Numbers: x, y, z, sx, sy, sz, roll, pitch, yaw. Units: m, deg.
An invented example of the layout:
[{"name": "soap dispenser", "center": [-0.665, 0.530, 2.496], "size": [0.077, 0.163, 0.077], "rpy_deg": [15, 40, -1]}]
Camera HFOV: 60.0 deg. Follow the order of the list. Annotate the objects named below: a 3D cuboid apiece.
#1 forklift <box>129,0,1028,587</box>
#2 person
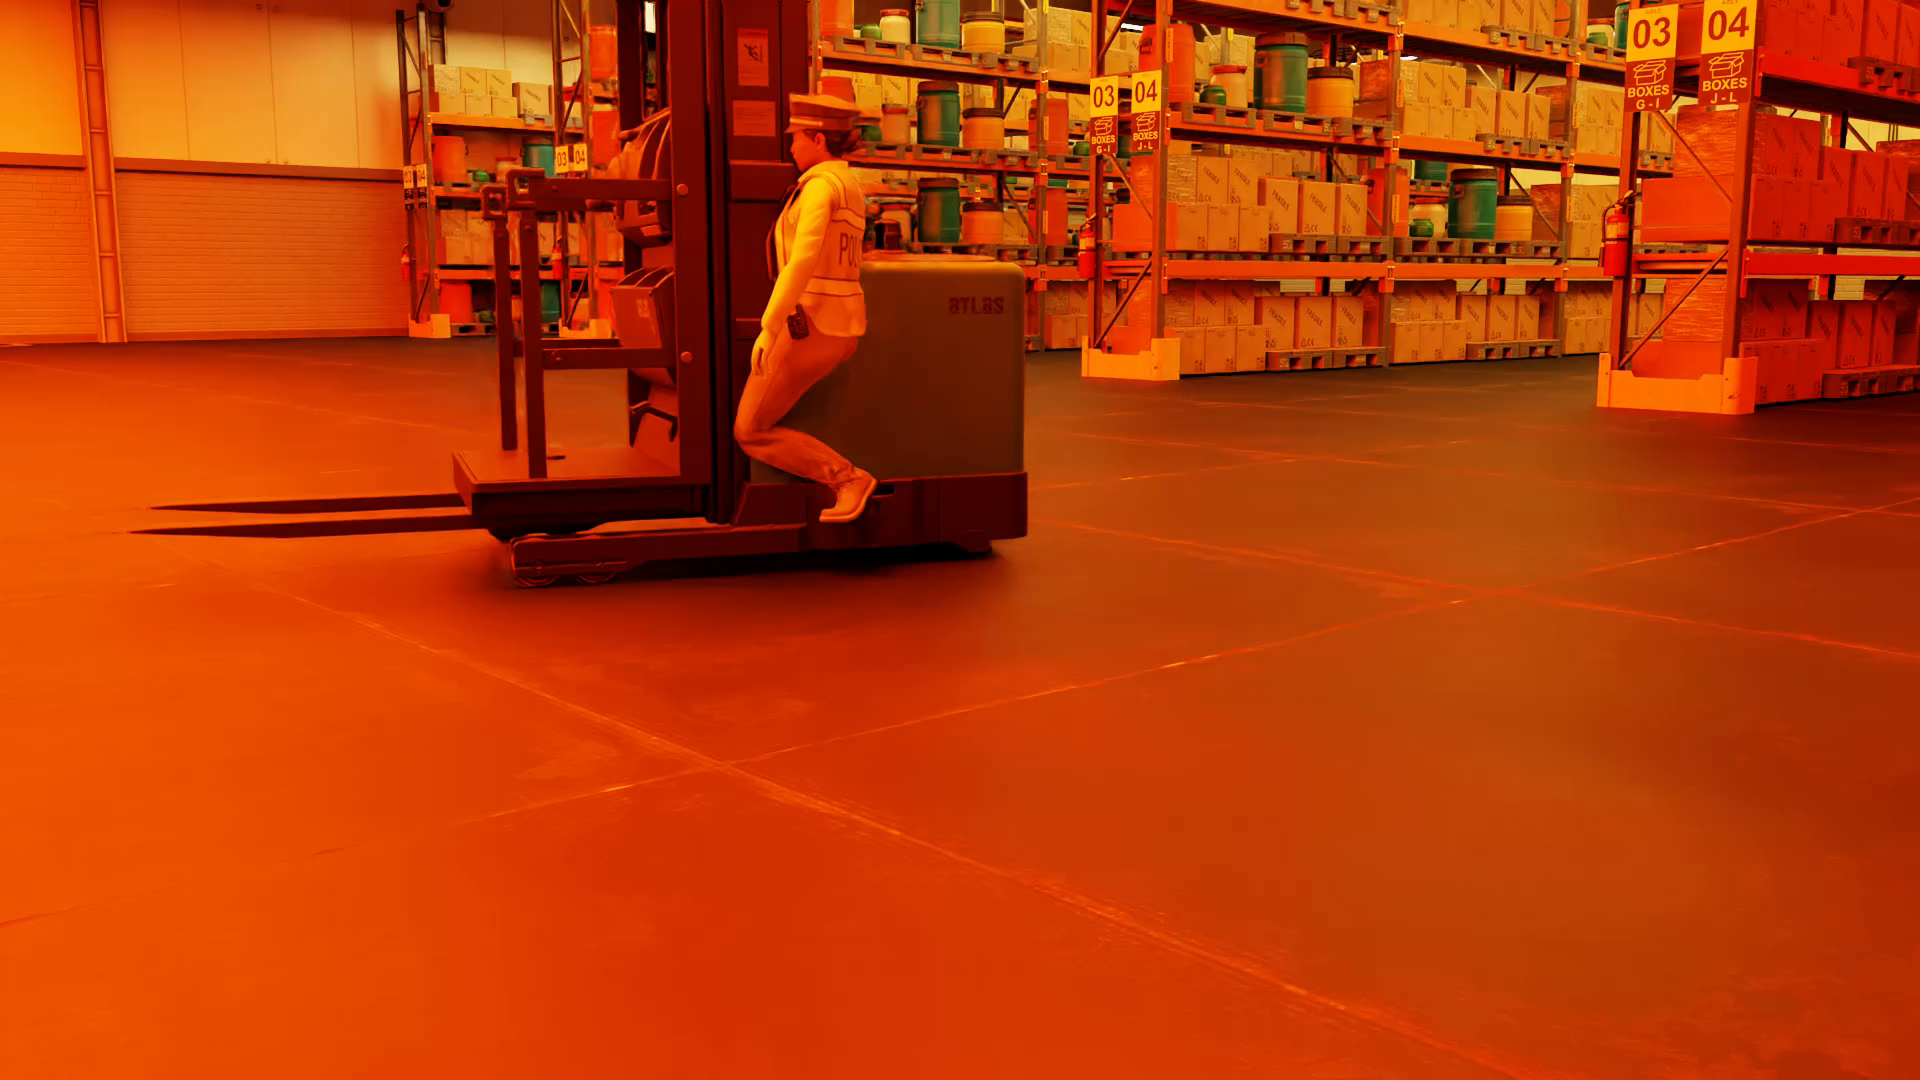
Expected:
[{"name": "forklift", "center": [-1.322, -1.383, 5.891], "size": [3.031, 2.935, 1.130], "rpy_deg": [-3, 9, -20]}, {"name": "person", "center": [-0.619, -0.788, 5.785], "size": [0.658, 1.476, 0.688], "rpy_deg": [2, 9, 14]}]
